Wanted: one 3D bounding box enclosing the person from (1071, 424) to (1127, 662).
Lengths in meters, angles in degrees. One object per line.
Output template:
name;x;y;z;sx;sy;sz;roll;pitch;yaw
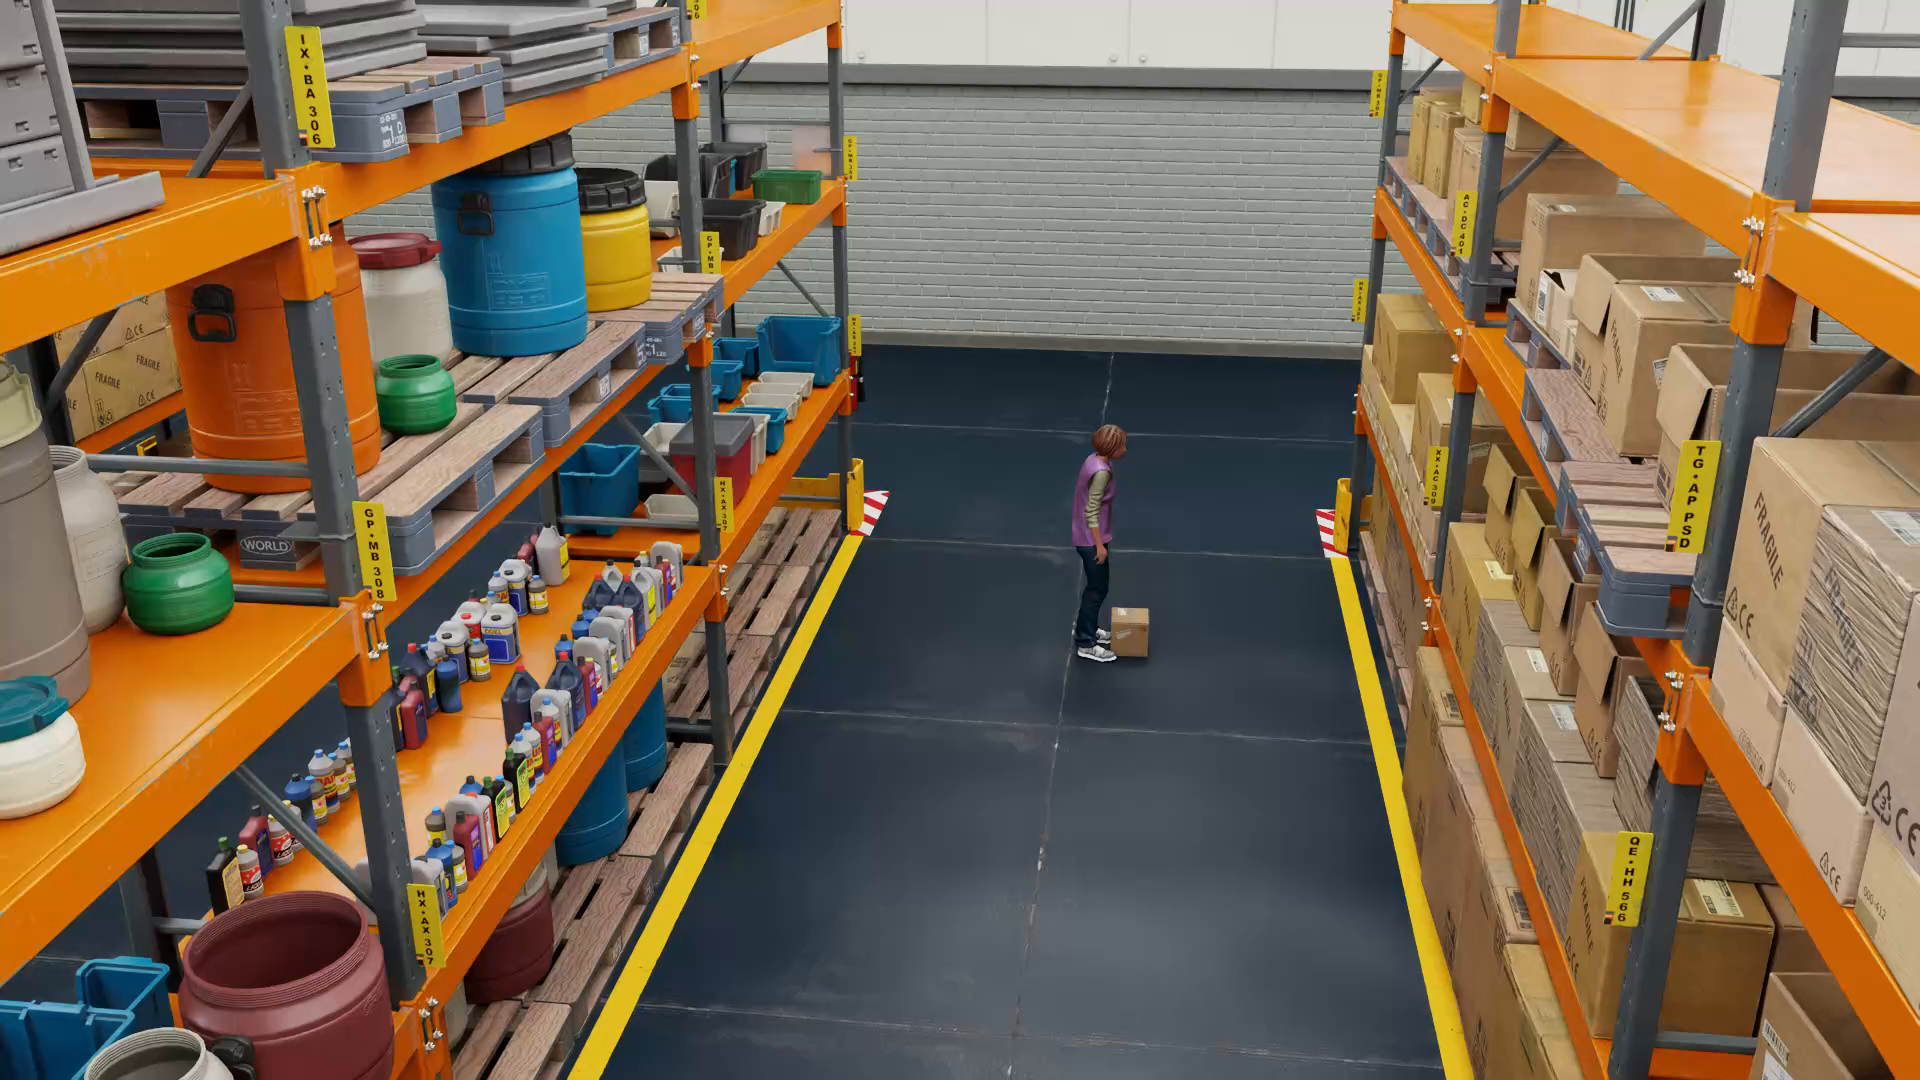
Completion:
person;0.916;-0.004;11.109;0.350;1.593;0.469;2;22;6
